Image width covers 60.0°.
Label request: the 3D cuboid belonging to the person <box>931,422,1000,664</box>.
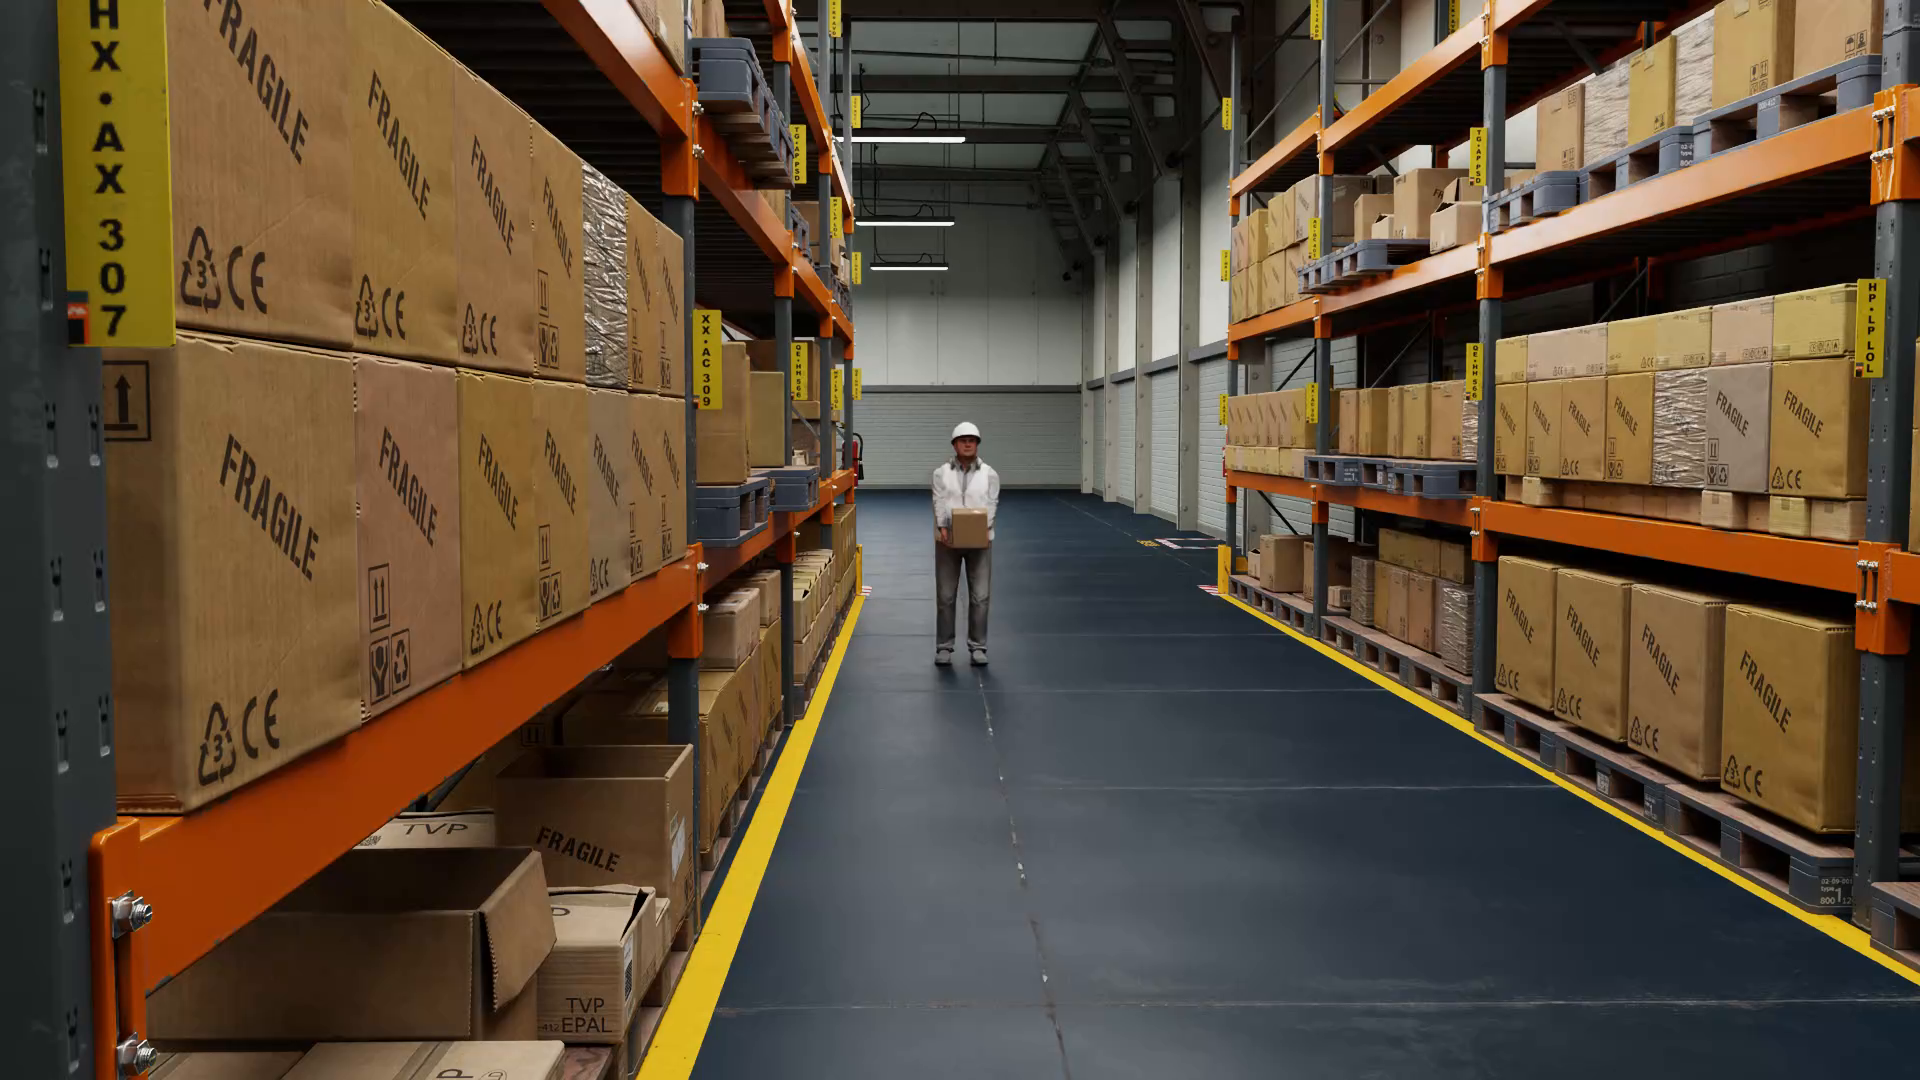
[{"bbox_3d":[0.044,0.026,12.134,0.502,1.770,0.552,0,4,-1],"label":"person"}]
